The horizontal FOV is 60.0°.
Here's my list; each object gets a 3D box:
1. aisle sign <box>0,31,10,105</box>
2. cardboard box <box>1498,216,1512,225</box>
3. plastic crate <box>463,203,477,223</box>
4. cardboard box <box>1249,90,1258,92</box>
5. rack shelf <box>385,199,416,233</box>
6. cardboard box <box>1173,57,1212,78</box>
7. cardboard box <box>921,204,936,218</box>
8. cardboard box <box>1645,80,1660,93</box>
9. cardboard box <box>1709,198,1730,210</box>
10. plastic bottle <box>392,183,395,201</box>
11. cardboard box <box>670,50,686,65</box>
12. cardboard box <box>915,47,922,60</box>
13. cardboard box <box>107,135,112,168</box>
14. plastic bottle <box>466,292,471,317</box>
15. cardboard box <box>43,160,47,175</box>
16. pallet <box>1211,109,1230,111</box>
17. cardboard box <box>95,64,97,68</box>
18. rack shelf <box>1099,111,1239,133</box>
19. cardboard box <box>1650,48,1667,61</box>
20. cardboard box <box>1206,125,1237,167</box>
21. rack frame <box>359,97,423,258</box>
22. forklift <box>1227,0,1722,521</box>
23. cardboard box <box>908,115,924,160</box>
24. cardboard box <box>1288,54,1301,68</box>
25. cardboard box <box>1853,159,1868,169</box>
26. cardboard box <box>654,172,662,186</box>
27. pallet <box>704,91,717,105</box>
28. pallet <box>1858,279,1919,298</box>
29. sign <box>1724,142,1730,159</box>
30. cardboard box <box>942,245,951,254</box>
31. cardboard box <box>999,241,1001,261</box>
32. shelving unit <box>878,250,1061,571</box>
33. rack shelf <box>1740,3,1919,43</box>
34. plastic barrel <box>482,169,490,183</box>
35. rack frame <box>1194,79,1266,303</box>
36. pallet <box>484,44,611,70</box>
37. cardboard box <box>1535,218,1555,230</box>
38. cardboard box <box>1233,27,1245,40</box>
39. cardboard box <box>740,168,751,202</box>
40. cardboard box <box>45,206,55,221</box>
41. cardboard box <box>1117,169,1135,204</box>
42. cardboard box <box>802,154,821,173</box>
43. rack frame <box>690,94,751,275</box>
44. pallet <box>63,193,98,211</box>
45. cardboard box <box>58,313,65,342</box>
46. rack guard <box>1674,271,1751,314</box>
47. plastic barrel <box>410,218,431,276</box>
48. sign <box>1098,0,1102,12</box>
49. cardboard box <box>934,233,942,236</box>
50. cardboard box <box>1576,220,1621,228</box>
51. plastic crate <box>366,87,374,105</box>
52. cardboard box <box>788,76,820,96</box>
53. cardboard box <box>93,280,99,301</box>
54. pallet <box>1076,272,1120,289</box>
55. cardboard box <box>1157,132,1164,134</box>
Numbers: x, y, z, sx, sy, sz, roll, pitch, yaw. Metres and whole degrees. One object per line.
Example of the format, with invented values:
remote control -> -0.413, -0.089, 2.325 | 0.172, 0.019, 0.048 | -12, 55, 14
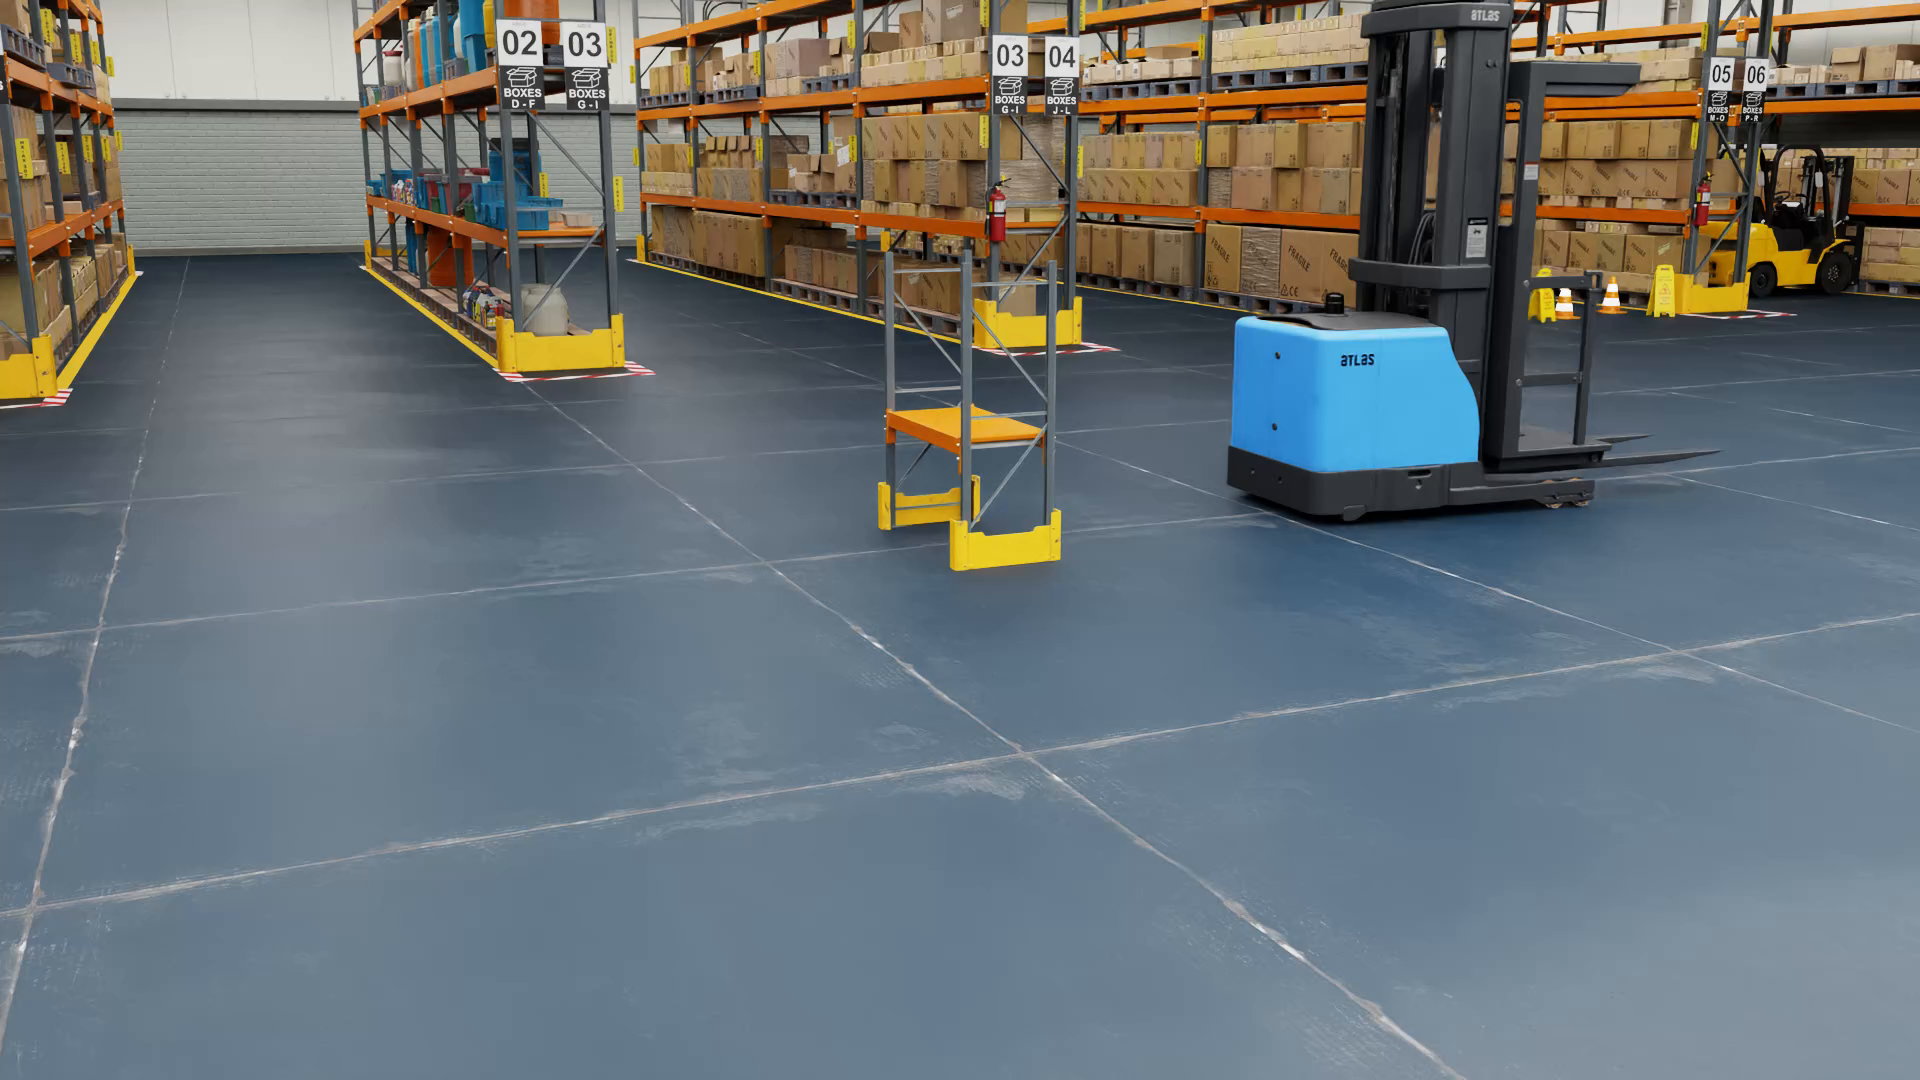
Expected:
aisle sign -> -8.004, -3.951, 13.521 | 0.394, 0.787, 0.004 | -6, 14, -23
cardboard box -> 10.493, -6.114, 31.806 | 0.380, 0.149, 0.250 | -5, 14, -21
plastic crate -> -5.088, -3.534, 17.956 | 0.450, 0.188, 0.662 | -6, 14, -23
cardboard box -> 5.452, -8.130, 30.058 | 0.396, 0.266, 0.258 | -4, 14, -18
rack shelf -> -7.776, -4.832, 24.691 | 1.077, 0.370, 4.000 | -6, 14, -23
cardboard box -> 3.321, -6.591, 23.221 | 0.500, 0.250, 0.500 | -5, 14, -22
cardboard box -> -0.233, -3.782, 19.117 | 0.380, 0.149, 0.250 | -6, 14, -23
cardboard box -> 9.244, -5.953, 21.843 | 0.380, 0.149, 0.250 | -5, 14, -21
cardboard box -> 9.901, -4.426, 21.896 | 0.380, 0.149, 0.250 | -6, 14, -23
plastic bottle -> -8.768, -5.397, 25.796 | 0.061, 0.283, 0.133 | -6, 14, -23
cardboard box -> -4.842, -8.580, 29.599 | 0.500, 0.250, 0.500 | -6, 14, -25
cardboard box -> -0.295, -5.562, 19.044 | 0.380, 0.149, 0.250 | -5, 14, -22
cardboard box -> -13.461, -6.021, 25.792 | 0.500, 0.500, 0.500 | -6, 14, -25
plastic bottle -> -5.492, -2.661, 18.778 | 0.152, 0.276, 0.135 | -5, 14, -21
cardboard box -> -9.608, -3.824, 17.081 | 0.380, 0.149, 0.250 | -6, 14, -23
pallet -> 4.723, -8.526, 32.602 | 1.003, 0.211, 1.213 | -6, 14, -23
cardboard box -> -14.499, -7.868, 27.122 | 0.700, 0.500, 0.500 | -6, 14, -23
rack shelf -> 4.240, -8.462, 33.724 | 1.077, 0.370, 4.000 | -6, 14, -23
cardboard box -> 9.255, -6.338, 21.737 | 0.380, 0.149, 0.250 | -6, 14, -24
cardboard box -> 3.867, -5.337, 22.551 | 0.875, 0.550, 0.550 | -6, 14, -23
rack frame -> -10.180, -6.422, 29.966 | 1.000, 3.000, 0.127 | -6, 14, -23
forklift -> 3.176, -1.715, 9.780 | 3.031, 2.935, 1.130 | -5, 14, -20
cardboard box -> -0.275, -4.646, 19.194 | 0.500, 0.500, 0.500 | -6, 14, -23
cardboard box -> 4.299, -5.937, 20.620 | 0.380, 0.149, 0.250 | -5, 14, -22
cardboard box -> 13.463, -5.582, 24.676 | 0.380, 0.149, 0.250 | -6, 14, -23
cardboard box -> -5.284, -6.607, 30.437 | 0.500, 0.250, 0.500 | -6, 14, -25
pallet -> -3.627, -7.226, 27.213 | 0.805, 0.209, 1.217 | -6, 14, -25
pallet -> 14.050, -3.704, 24.405 | 1.003, 0.211, 1.213 | -6, 14, -23
sign -> 12.299, -6.209, 26.653 | 0.100, 0.325, 0.005 | -6, 14, -23
cardboard box -> -0.116, -5.446, 31.140 | 0.380, 0.149, 0.250 | -6, 14, -25
cardboard box -> 0.812, -5.171, 29.174 | 0.500, 0.500, 0.500 | -5, 14, -20
shelving unit -> 0.031, -0.715, 8.633 | 0.587, 1.500, 1.083 | -6, 14, -23
rack shelf -> 13.593, -7.699, 24.659 | 1.077, 0.370, 4.000 | -6, 14, -23
plastic barrel -> -5.555, -4.227, 20.178 | 0.433, 0.535, 0.433 | 0, 13, 0
rack frame -> 3.751, -4.817, 23.032 | 1.000, 3.000, 0.127 | -6, 14, -23
pallet -> -4.012, -4.666, 16.143 | 1.003, 0.211, 1.213 | -6, 14, -23
cardboard box -> 8.437, -4.548, 23.934 | 0.380, 0.149, 0.250 | -5, 14, -21
cardboard box -> 3.789, -6.587, 21.663 | 0.380, 0.149, 0.250 | -6, 14, -23
cardboard box -> -3.056, -5.449, 25.538 | 0.500, 0.500, 0.500 | -6, 14, -23
cardboard box -> -10.081, -3.576, 18.223 | 0.380, 0.149, 0.250 | -6, 14, -23
cardboard box -> 2.686, -5.263, 24.737 | 0.500, 0.500, 0.500 | -6, 14, -24
cardboard box -> -1.869, -5.256, 23.773 | 0.700, 0.500, 0.500 | -3, 13, -15
rack frame -> -4.039, -6.043, 28.328 | 1.000, 3.000, 0.127 | -6, 14, -23
pallet -> -11.851, -4.363, 21.494 | 1.213, 0.211, 1.003 | -6, 14, -23
cardboard box -> -9.122, -2.079, 16.368 | 0.500, 0.250, 0.500 | -6, 14, -23
rack guard -> 9.817, -3.257, 21.834 | 1.175, 0.500, 0.348 | -6, 14, -23
plastic barrel -> -8.091, -4.518, 25.460 | 0.600, 0.901, 0.708 | -6, 14, -23
sign -> 2.928, -11.171, 34.756 | 0.100, 0.325, 0.005 | -6, 14, -23
cardboard box -> -0.306, -5.834, 31.497 | 0.380, 0.149, 0.250 | -6, 14, -26
cardboard box -> 11.427, -5.479, 30.224 | 0.875, 0.625, 0.625 | -5, 14, -21
plastic crate -> -9.575, -7.340, 27.542 | 0.437, 0.282, 0.530 | -6, 14, -23
cardboard box -> -2.062, -6.274, 23.004 | 0.500, 0.250, 0.500 | -5, 14, -22
cardboard box -> -11.081, -3.101, 20.783 | 0.500, 0.250, 0.500 | -5, 14, -22
pallet -> 2.395, -4.116, 26.184 | 1.003, 0.211, 1.213 | -6, 14, -23
cardboard box -> 4.172, -8.095, 33.315 | 0.380, 0.149, 0.250 | -6, 14, -24
